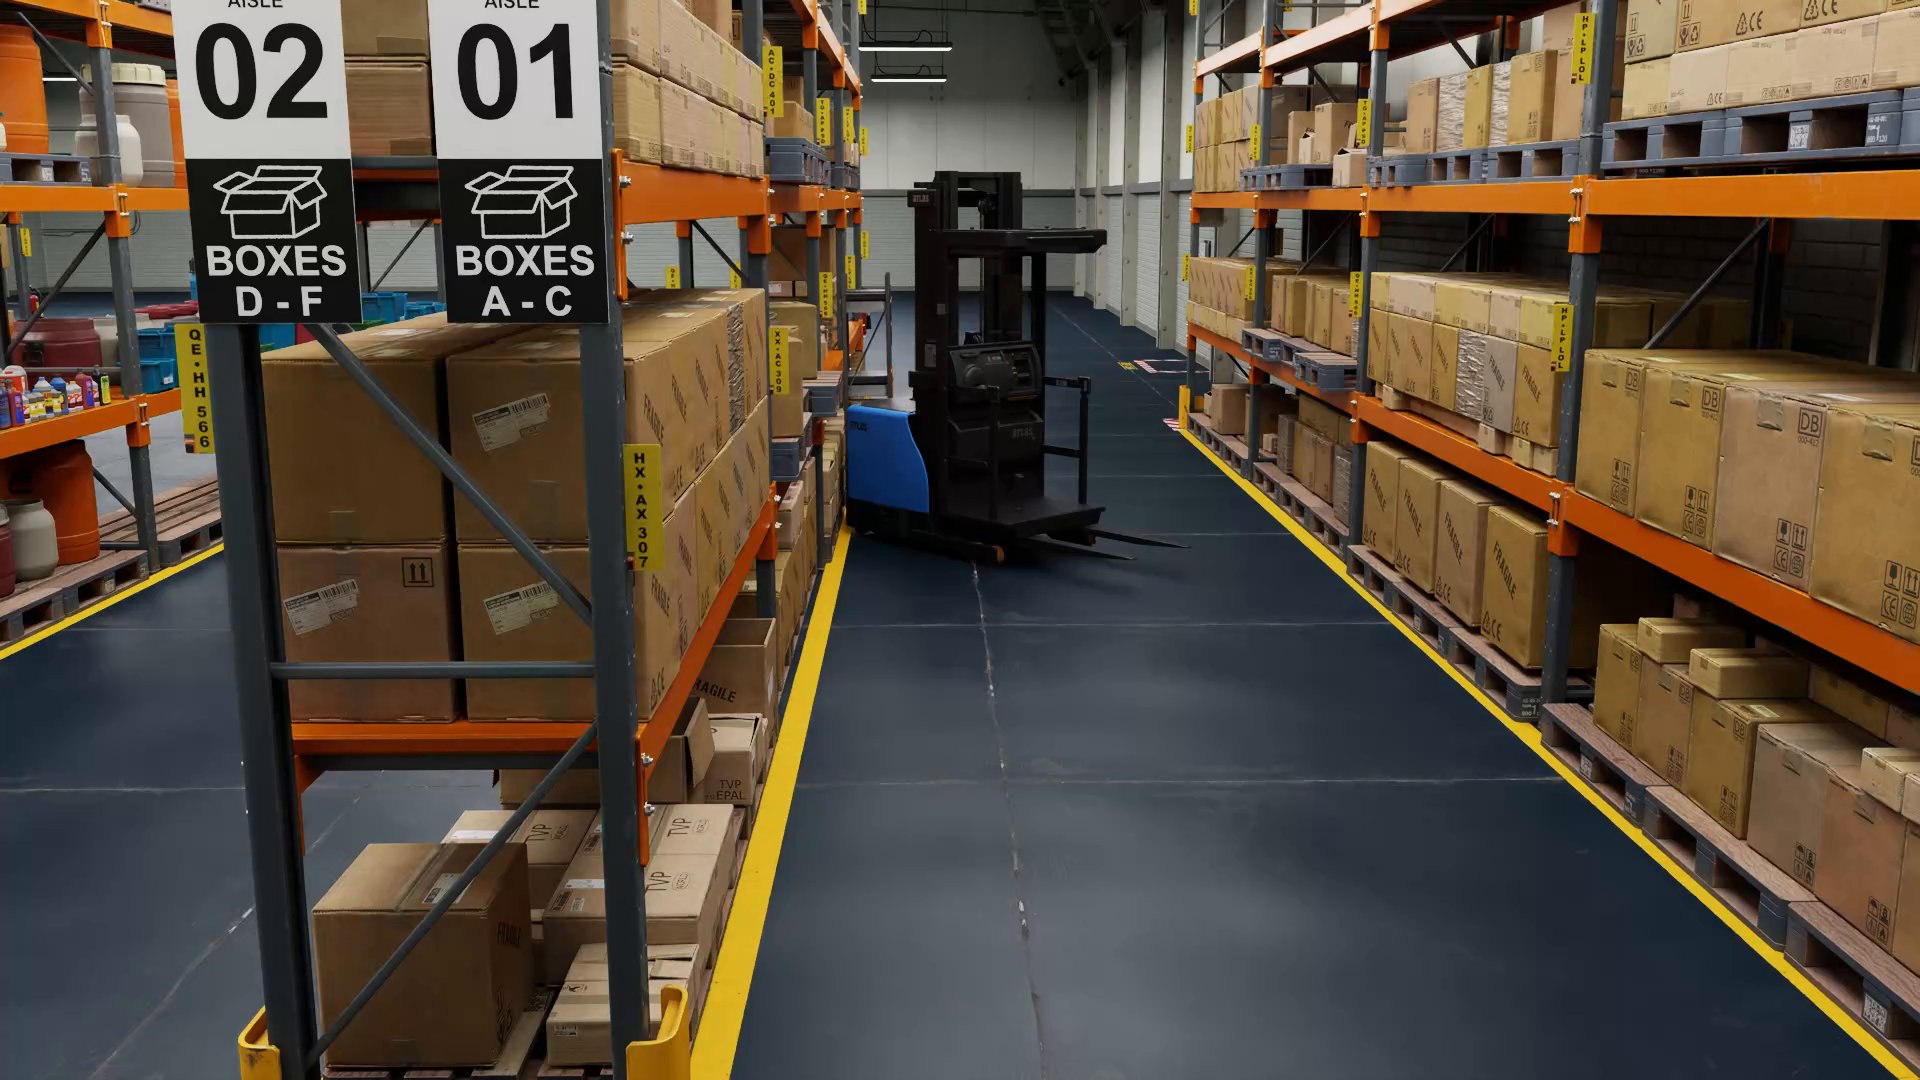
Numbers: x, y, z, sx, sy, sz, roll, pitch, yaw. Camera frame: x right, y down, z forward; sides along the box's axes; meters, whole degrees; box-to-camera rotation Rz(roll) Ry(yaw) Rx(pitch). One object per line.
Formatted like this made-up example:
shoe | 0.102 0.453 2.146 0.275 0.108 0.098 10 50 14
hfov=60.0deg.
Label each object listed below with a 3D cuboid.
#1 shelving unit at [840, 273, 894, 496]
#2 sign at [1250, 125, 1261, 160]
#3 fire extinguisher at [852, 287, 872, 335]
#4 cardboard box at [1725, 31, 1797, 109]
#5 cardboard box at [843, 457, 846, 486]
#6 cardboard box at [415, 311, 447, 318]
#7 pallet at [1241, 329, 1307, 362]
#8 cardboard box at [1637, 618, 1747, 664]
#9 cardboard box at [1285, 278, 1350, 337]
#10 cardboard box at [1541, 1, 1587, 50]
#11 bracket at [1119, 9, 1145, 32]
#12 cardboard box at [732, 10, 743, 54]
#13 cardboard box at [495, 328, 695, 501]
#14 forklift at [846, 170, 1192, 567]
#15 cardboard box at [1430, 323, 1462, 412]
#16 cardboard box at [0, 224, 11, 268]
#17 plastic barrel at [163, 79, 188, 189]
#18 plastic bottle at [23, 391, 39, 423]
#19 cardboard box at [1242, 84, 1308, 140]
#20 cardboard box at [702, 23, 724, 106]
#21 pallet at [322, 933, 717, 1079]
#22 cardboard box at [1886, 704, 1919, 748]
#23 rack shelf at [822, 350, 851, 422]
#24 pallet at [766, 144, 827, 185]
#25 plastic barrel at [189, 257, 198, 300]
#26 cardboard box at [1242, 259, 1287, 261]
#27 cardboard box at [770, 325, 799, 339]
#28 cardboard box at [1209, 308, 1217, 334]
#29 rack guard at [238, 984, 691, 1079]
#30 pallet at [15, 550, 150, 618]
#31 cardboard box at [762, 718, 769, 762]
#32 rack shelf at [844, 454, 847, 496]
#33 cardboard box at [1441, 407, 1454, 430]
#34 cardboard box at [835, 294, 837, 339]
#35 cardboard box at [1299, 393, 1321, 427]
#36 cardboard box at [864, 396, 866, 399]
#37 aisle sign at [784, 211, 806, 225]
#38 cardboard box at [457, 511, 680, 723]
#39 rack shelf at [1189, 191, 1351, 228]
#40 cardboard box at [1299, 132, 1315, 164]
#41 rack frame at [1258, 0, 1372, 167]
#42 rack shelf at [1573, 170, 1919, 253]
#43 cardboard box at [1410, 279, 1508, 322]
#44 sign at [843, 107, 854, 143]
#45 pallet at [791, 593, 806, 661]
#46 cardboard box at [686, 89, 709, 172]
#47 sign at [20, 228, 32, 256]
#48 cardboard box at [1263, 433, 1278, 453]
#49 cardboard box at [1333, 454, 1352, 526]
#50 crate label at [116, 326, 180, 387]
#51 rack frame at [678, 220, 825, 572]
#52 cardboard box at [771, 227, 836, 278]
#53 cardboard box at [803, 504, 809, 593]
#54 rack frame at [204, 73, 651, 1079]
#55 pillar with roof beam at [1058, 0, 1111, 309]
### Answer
shelving unit | -0.783 -1.221 14.273 0.431 2.100 0.503 -1 11 -1
sign | 2.810 -3.781 15.807 0.100 0.325 0.005 0 11 -1
fire extinguisher | -1.221 -2.823 20.124 0.296 0.674 0.183 0 11 -1
cardboard box | 3.283 -1.781 6.317 0.500 0.250 0.500 -1 11 -3
cardboard box | -1.282 -0.615 14.906 0.500 0.250 0.500 0 11 0
cardboard box | -1.673 -0.587 6.141 0.500 0.500 0.500 0 11 1
pallet | 3.223 -1.815 15.443 1.003 0.211 1.213 0 11 -1
cardboard box | 3.255 0.448 7.405 0.380 0.149 0.250 0 11 1
cardboard box | 3.333 -2.114 15.075 0.700 0.500 0.500 1 12 5
cardboard box | 3.604 -2.858 9.316 0.500 0.250 0.500 -1 11 -3
bracket | 3.484 -10.407 33.171 0.076 0.066 4.783 0 11 -1
cardboard box | -1.371 -2.324 8.368 0.600 0.600 0.600 -1 12 -7
cardboard box | -1.116 -0.387 5.156 0.500 0.500 0.500 0 11 -1
forklift | 0.429 -1.346 12.819 1.130 2.935 3.031 -11 16 -42
cardboard box | 3.219 -1.067 10.224 0.500 0.500 0.500 0 11 0
cardboard box | -11.329 -3.372 19.121 0.500 0.500 0.500 0 11 -1
plastic barrel | -6.283 -3.200 13.165 0.600 0.830 0.708 0 11 -1
plastic bottle | -6.034 -0.865 10.776 0.097 0.201 0.097 0 11 0
cardboard box | 3.071 -4.179 16.251 0.500 0.500 0.500 -1 12 -6
cardboard box | -1.129 -1.698 5.959 0.500 0.250 0.500 0 11 -1
pallet | -1.371 1.538 5.447 1.003 0.211 1.213 0 11 -1
cardboard box | 3.667 0.710 6.116 0.380 0.149 0.250 0 11 0
rack shelf | -1.559 -1.290 14.183 1.077 0.370 4.000 0 11 -1
pallet | -1.403 -2.164 9.610 1.213 0.211 1.003 0 11 -1
plastic barrel | -6.847 -2.188 15.540 0.600 0.901 0.708 0 11 -1
cardboard box | 3.493 -2.967 19.082 0.500 0.500 0.500 0 11 0
cardboard box | -1.299 -0.936 9.322 0.700 0.500 0.500 2 12 8
cardboard box | 3.000 -2.390 18.120 0.500 0.250 0.500 0 11 -1
rack guard | -1.354 1.555 4.637 1.175 0.500 0.348 0 11 -1
pallet | -6.412 0.298 11.561 1.003 0.211 1.213 0 11 -1
cardboard box | -1.072 0.918 7.554 0.380 0.149 0.250 0 11 -1
rack shelf | -0.773 -0.521 14.411 0.431 0.518 0.480 -1 11 -1
cardboard box | 3.253 -0.782 10.449 0.380 0.149 0.250 0 11 -1
cardboard box | -1.639 -2.382 17.505 0.700 0.500 0.500 0 11 0
cardboard box | 3.397 -1.186 15.153 0.500 0.250 0.500 0 11 -2
cardboard box | -1.376 -1.588 19.703 0.500 0.250 0.500 0 11 -1
aisle sign | -1.990 -4.121 19.791 0.394 0.787 0.004 0 11 -1
cardboard box | -1.098 0.207 4.744 0.500 0.500 0.500 0 11 0
rack shelf | 3.311 -3.576 17.908 1.077 0.370 4.000 0 11 -1
cardboard box | 3.297 -3.462 14.704 0.500 0.311 0.500 0 11 1
rack frame | 3.352 -5.001 15.579 1.000 3.000 0.127 0 11 -1
rack shelf | 3.559 -1.191 6.151 1.077 0.370 4.000 0 11 -1
cardboard box | 3.213 -1.541 10.674 0.500 0.250 0.500 0 11 -1
sign | -1.058 -3.922 15.711 0.100 0.325 0.005 0 11 -1
pallet | -1.518 0.512 10.505 1.003 0.211 1.213 0 11 -1
cardboard box | -1.118 -1.353 5.519 0.500 0.250 0.500 0 11 -1
sign | -11.032 -3.516 19.639 0.100 0.325 0.005 0 11 -1
cardboard box | 3.311 -0.995 16.937 0.380 0.166 0.250 -2 12 -9
cardboard box | 3.368 -0.400 13.165 0.700 0.500 0.500 0 11 0
crate label | -6.220 -1.441 13.031 0.502 0.435 0.616 0 11 -1
rack frame | -1.517 -1.245 12.152 1.000 3.000 0.127 0 11 -1
cardboard box | -1.627 -2.914 16.862 0.700 0.500 0.500 0 11 -1
cardboard box | -1.253 0.052 10.938 0.500 0.500 0.500 -1 11 -3
rack frame | -1.352 0.345 4.314 1.000 3.000 0.127 0 11 -1
pillar with roof beam | -0.651 -10.414 42.259 9.100 9.000 0.548 0 11 -1
